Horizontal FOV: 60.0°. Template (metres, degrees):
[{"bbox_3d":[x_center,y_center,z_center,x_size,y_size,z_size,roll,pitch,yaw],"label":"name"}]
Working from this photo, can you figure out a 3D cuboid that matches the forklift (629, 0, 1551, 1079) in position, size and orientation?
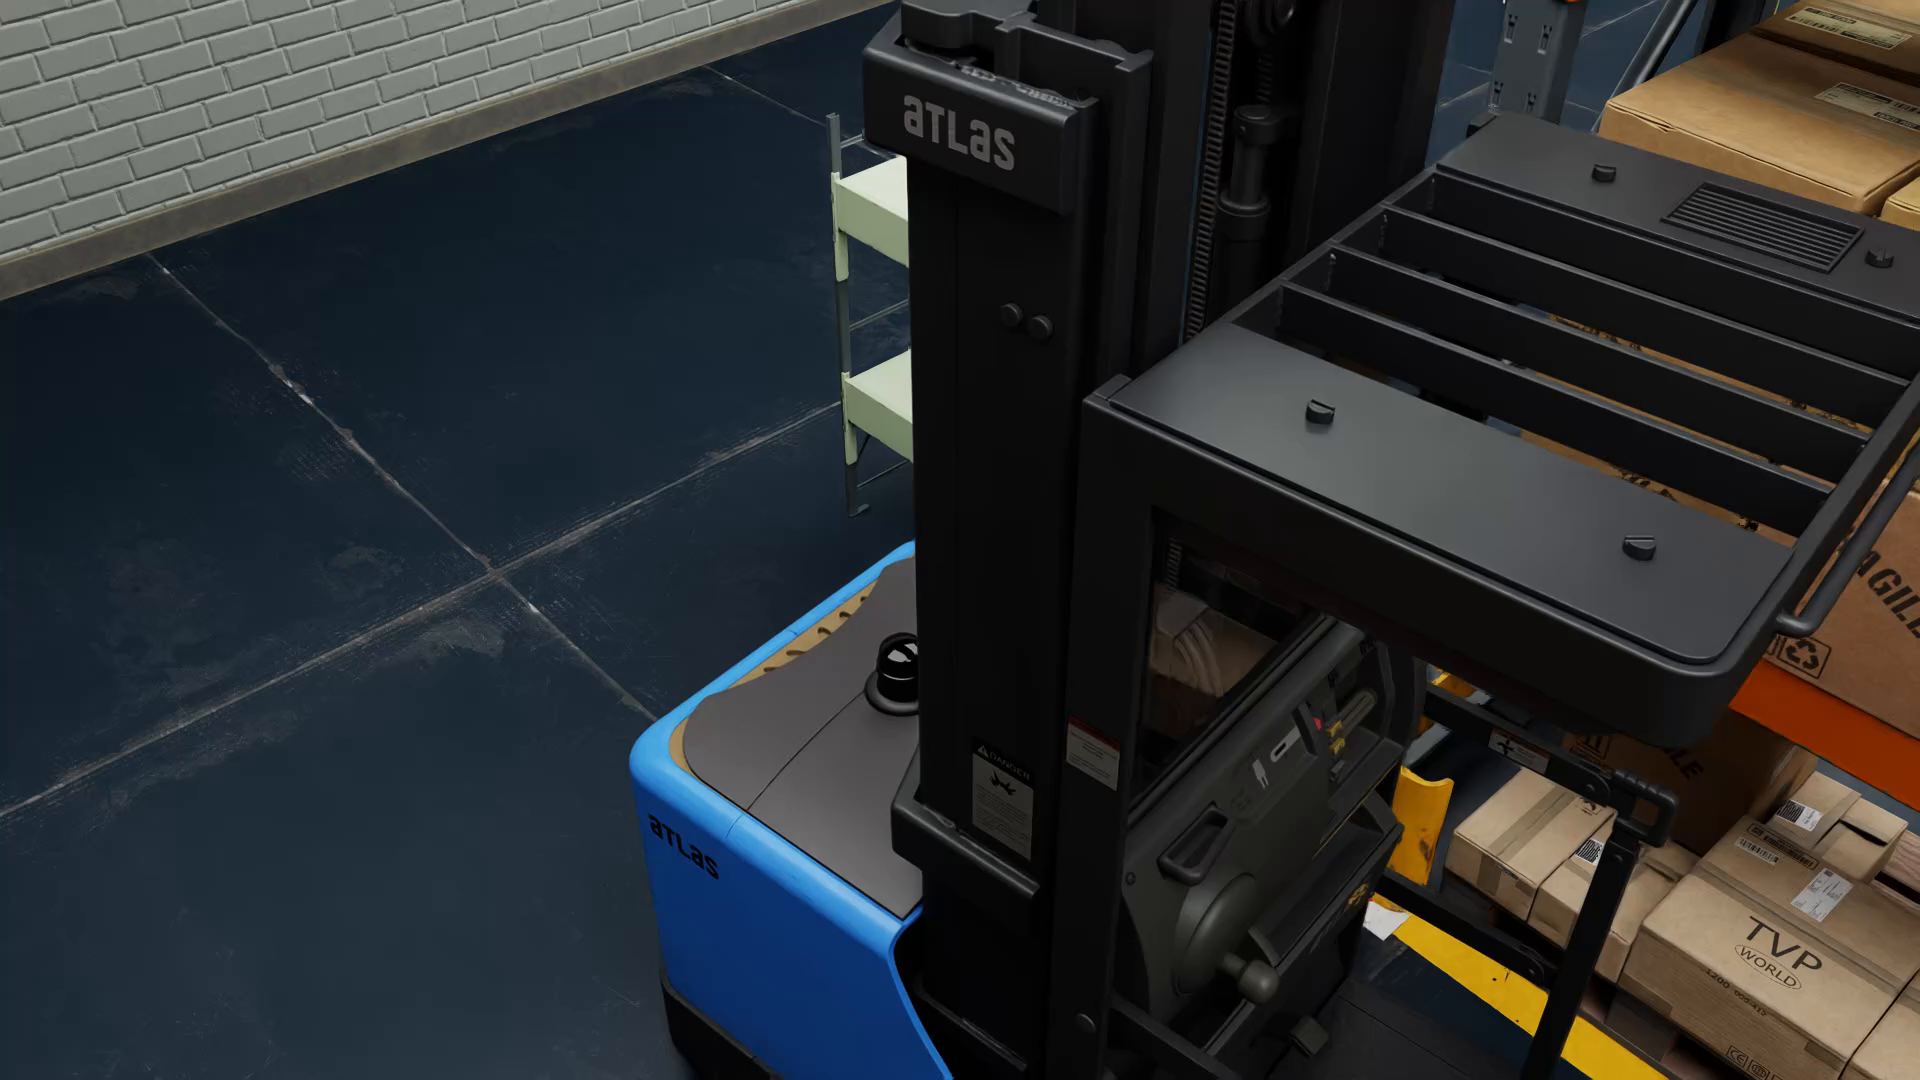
[{"bbox_3d":[0.731,0.494,2.806,3.031,2.935,1.130,28,47,30],"label":"forklift"}]

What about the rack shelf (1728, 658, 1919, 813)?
[{"bbox_3d":[2.806,0.701,3.067,1.077,0.370,4.000,-30,48,-32],"label":"rack shelf"}]

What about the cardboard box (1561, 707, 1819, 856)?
[{"bbox_3d":[2.003,0.444,4.452,0.500,0.500,0.500,-30,48,-32],"label":"cardboard box"}]

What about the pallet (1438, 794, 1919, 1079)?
[{"bbox_3d":[2.045,0.985,4.363,1.003,0.211,1.213,-30,48,-32],"label":"pallet"}]

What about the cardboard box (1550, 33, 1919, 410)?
[{"bbox_3d":[1.559,-0.615,3.248,0.500,0.500,0.500,-28,47,-31],"label":"cardboard box"}]

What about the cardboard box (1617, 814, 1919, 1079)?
[{"bbox_3d":[1.950,0.998,3.965,0.500,0.250,0.500,-30,48,-32],"label":"cardboard box"}]

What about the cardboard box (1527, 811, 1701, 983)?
[{"bbox_3d":[1.653,0.883,4.175,0.380,0.166,0.250,-30,48,-32],"label":"cardboard box"}]

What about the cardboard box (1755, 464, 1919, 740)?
[{"bbox_3d":[1.912,0.011,3.270,0.500,0.500,0.500,-30,48,-32],"label":"cardboard box"}]

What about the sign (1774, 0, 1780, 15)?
[{"bbox_3d":[1.876,-1.304,3.804,0.100,0.325,0.005,-30,48,-32],"label":"sign"}]

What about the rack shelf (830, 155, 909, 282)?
[{"bbox_3d":[0.005,-0.884,5.030,0.431,0.370,0.720,-30,48,-32],"label":"rack shelf"}]

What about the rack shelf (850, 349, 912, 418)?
[{"bbox_3d":[0.005,-0.403,5.418,0.368,0.124,0.686,-30,48,-32],"label":"rack shelf"}]

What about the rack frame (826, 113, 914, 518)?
[{"bbox_3d":[-0.243,-0.750,5.485,0.400,1.500,0.023,-30,48,-32],"label":"rack frame"}]

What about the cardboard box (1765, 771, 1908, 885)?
[{"bbox_3d":[2.210,0.800,4.277,0.380,0.166,0.250,-30,48,-32],"label":"cardboard box"}]

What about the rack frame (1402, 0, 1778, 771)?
[{"bbox_3d":[1.453,-0.504,3.987,1.000,3.000,0.127,-30,48,-32],"label":"rack frame"}]

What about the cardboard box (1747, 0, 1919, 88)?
[{"bbox_3d":[1.957,-0.843,3.531,0.500,0.500,0.500,-30,48,-32],"label":"cardboard box"}]

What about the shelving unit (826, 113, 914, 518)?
[{"bbox_3d":[0.005,-0.580,5.275,0.431,1.500,0.755,-30,48,-32],"label":"shelving unit"}]
